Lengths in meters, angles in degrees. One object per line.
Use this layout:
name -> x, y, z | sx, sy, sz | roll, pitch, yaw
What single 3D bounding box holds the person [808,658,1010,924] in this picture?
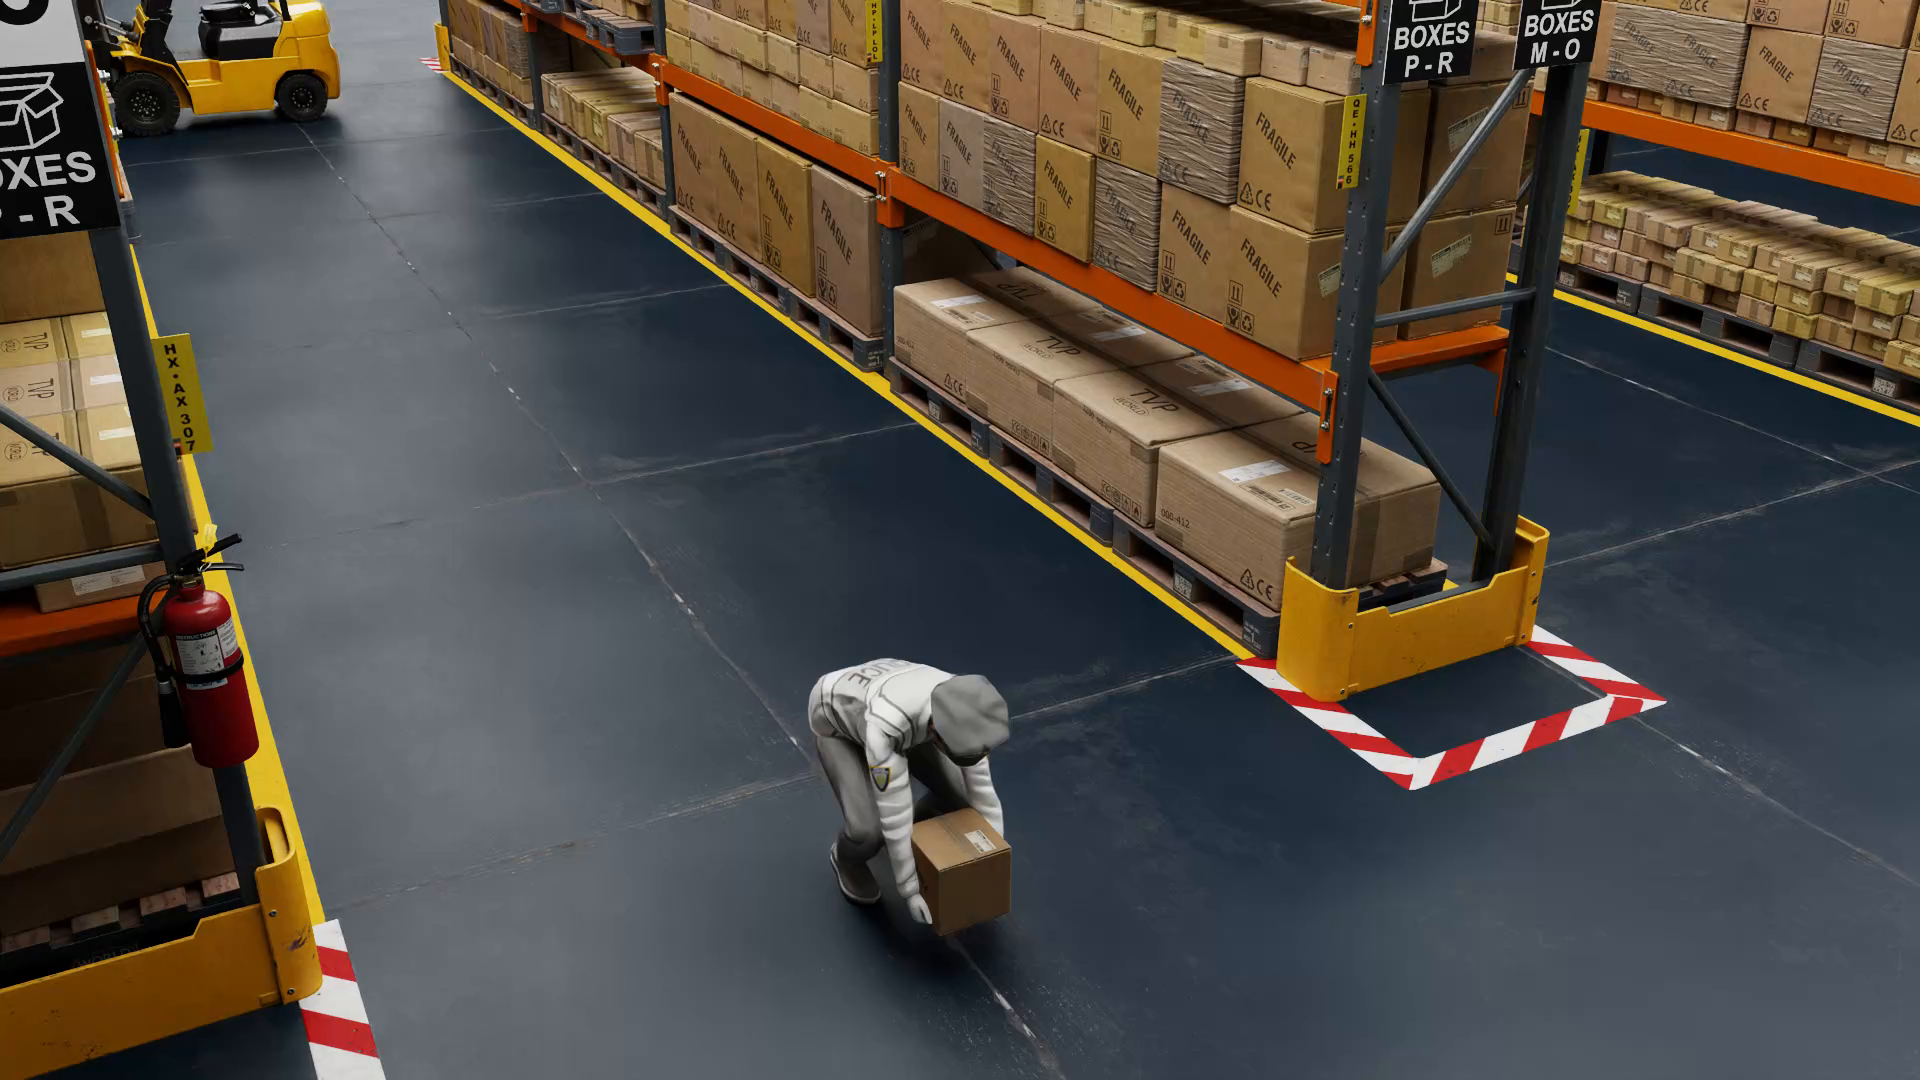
person -> -0.163, 0.755, 5.343 | 0.465, 0.977, 0.886 | -14, 29, -27
